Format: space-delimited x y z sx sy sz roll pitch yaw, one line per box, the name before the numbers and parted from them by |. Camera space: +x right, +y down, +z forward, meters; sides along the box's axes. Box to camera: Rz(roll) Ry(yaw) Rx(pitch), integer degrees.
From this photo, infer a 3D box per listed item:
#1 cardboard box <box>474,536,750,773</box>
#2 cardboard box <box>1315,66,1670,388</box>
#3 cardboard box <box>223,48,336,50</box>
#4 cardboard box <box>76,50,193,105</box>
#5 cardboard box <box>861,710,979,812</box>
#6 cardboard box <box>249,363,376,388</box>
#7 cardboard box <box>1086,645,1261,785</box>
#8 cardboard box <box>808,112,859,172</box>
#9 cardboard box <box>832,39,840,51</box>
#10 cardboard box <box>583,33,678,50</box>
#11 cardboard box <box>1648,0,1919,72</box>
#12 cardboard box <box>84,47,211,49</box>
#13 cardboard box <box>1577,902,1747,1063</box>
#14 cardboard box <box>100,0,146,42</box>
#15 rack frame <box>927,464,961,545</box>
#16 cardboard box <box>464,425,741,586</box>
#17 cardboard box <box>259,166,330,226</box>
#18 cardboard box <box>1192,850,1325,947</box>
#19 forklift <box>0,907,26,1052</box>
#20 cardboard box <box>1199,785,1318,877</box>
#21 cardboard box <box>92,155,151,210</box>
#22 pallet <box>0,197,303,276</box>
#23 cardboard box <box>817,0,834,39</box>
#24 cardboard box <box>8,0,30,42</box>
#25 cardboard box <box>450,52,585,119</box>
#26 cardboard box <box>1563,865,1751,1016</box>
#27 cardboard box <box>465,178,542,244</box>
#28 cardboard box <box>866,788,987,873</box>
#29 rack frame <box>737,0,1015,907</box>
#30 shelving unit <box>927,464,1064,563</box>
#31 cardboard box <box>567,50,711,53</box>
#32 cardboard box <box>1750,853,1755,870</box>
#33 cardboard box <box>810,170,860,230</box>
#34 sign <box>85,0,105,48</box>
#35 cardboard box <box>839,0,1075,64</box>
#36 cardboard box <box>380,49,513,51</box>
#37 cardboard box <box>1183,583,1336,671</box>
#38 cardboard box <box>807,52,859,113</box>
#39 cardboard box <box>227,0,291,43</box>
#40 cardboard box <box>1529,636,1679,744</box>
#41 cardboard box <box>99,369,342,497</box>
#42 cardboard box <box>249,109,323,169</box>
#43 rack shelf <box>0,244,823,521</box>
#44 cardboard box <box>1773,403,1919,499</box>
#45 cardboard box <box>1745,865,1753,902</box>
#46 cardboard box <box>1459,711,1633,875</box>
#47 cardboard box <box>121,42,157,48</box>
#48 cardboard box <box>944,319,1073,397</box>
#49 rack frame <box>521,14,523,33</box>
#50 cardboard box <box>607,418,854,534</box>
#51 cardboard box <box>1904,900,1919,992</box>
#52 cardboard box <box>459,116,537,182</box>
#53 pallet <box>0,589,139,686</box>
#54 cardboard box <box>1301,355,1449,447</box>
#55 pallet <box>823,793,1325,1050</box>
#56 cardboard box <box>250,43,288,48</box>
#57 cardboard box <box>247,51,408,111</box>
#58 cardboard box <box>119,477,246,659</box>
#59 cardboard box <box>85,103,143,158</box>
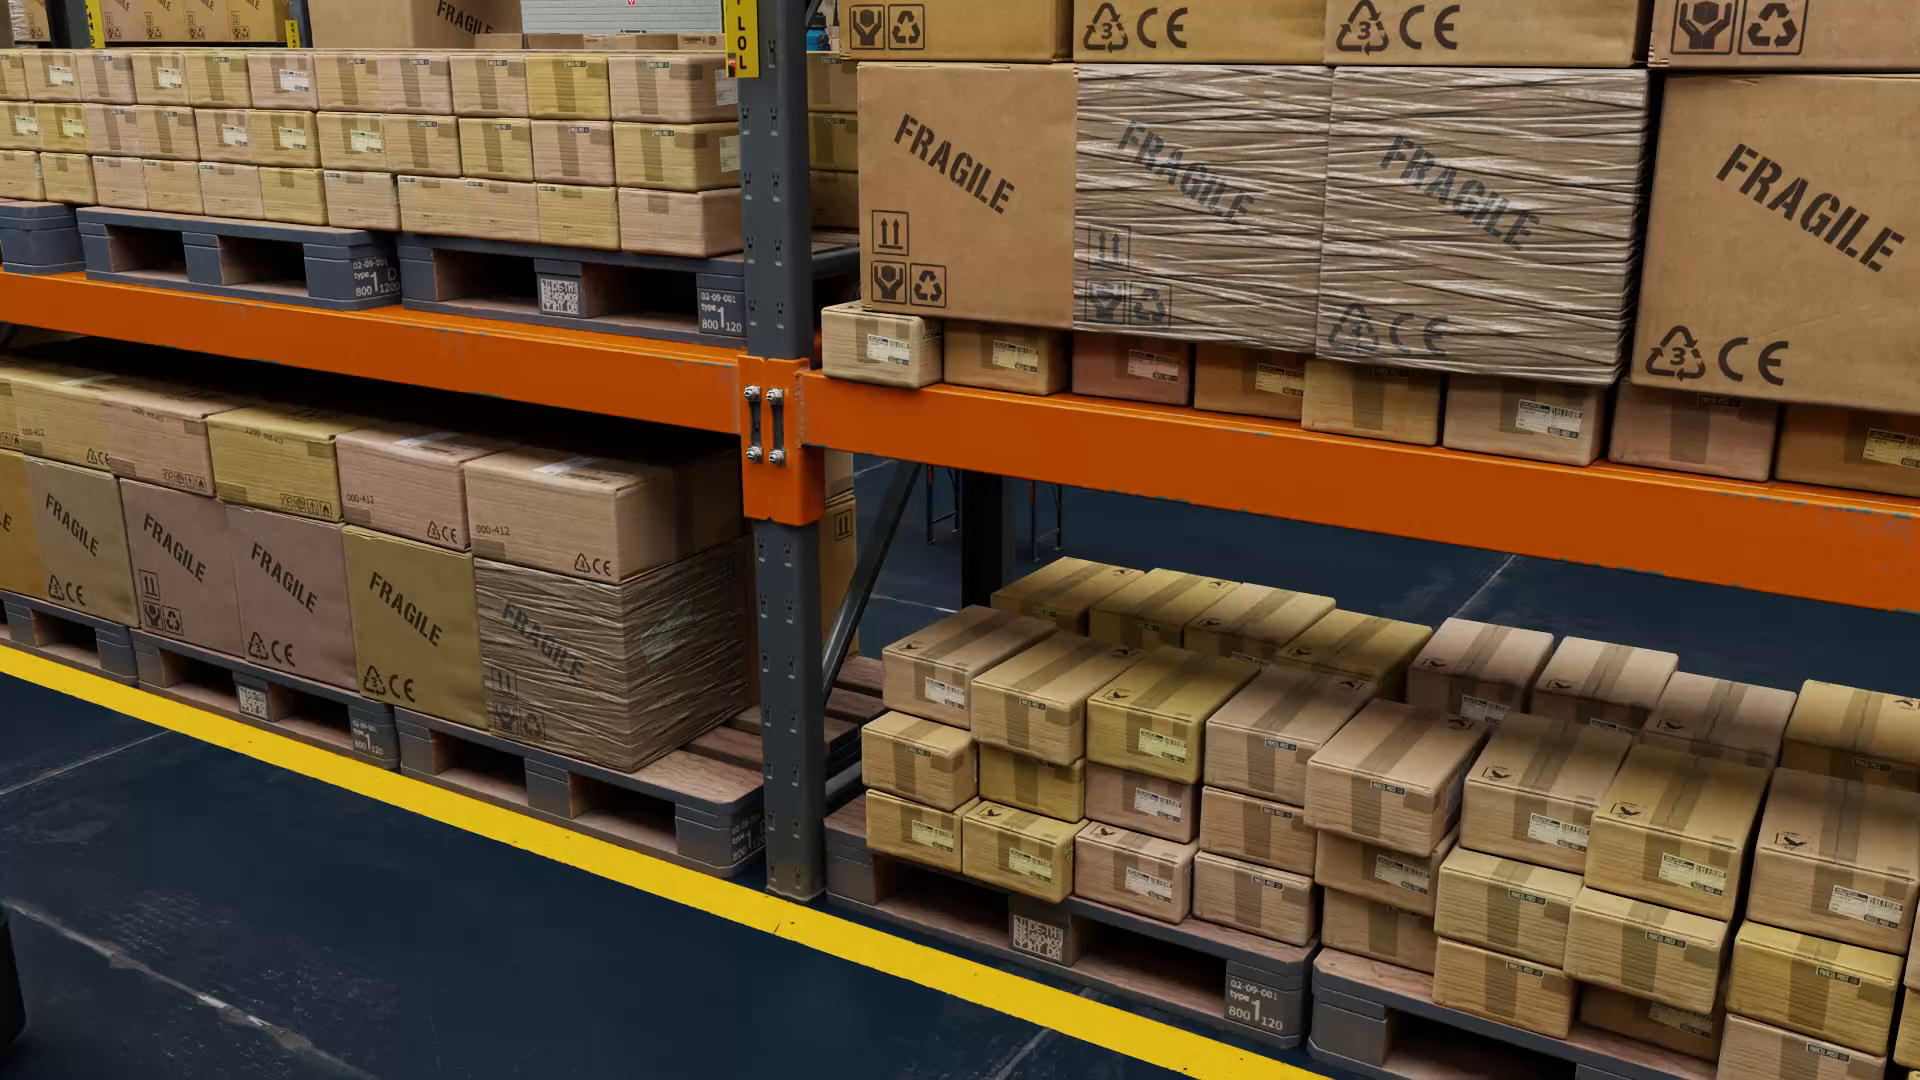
cardboard box | -0.921 0.255 4.457 0.500 0.500 0.500 10 19 29
cardboard box | 0.968 -0.583 2.955 0.500 0.500 0.500 10 19 29
cardboard box | -2.244 -1.584 5.621 0.250 0.149 0.380 11 20 32
cardboard box | -2.380 -1.385 4.967 0.250 0.149 0.380 11 20 33
cardboard box | -0.017 0.466 3.858 0.250 0.149 0.380 11 20 33
cardboard box | -1.986 -0.467 5.546 0.500 0.250 0.500 11 20 31
cardboard box | 0.472 0.376 3.643 0.250 0.149 0.380 10 19 29
cardboard box | -0.253 -1.086 4.495 0.250 0.149 0.380 10 20 31
cardboard box | -1.412 -6.269 21.071 0.250 0.149 0.380 9 19 28
cardboard box | -1.894 -2.892 10.347 0.500 0.500 0.700 14 22 38
cardboard box | 1.398 -0.991 2.579 0.500 0.500 0.500 9 19 28
cardboard box | -2.909 -1.702 6.010 0.250 0.149 0.380 9 19 28
cardboard box | 1.375 0.817 3.213 0.250 0.149 0.380 11 20 32
cardboard box | -6.097 -4.017 12.541 0.500 0.500 0.500 10 20 30
rack frame | -0.067 -0.586 6.746 0.015 1.200 0.240 10 20 30
cardboard box | -0.925 -0.104 4.350 0.500 0.250 0.500 10 19 29
cardboard box | -1.712 -0.979 4.653 0.250 0.149 0.380 11 20 32
cardboard box | 0.692 0.700 3.597 0.250 0.149 0.380 10 19 29
forklift | -3.439 -0.247 2.652 3.031 2.935 1.130 1 17 4
cardboard box | 0.701 0.552 3.574 0.250 0.149 0.380 9 19 27
cardboard box | -2.373 -1.098 5.045 0.250 0.149 0.380 11 20 32
pallet | -2.904 -1.124 5.751 1.003 0.211 1.213 10 20 30
cardboard box | -1.627 -6.688 21.335 0.500 0.500 0.700 10 19 29
cardboard box | -7.376 -4.245 13.292 0.500 0.500 0.500 10 20 30
cardboard box | -1.051 -1.148 4.186 0.250 0.149 0.380 9 19 28
cardboard box | 1.302 0.697 3.095 0.250 0.149 0.380 10 20 31
cardboard box | -1.033 -0.859 4.259 0.250 0.149 0.380 10 20 30
cardboard box | -0.016 0.609 3.899 0.250 0.149 0.380 9 19 28
rack frame | -0.158 -0.689 3.990 0.127 3.000 1.000 10 20 30
shelving unit | 0.141 -0.549 6.624 0.503 1.200 0.258 10 20 30
cardboard box | -0.922 -1.348 4.843 0.250 0.149 0.380 10 19 29
cardboard box | 1.564 0.568 3.520 0.250 0.149 0.380 11 20 33
cardboard box | -0.253 -0.944 4.538 0.250 0.149 0.380 9 19 27
sign | -3.291 -1.950 6.283 0.005 0.325 0.100 10 20 30
cardboard box | 0.099 -1.229 3.362 0.500 0.500 0.500 11 20 31
cardboard box | -1.587 -1.465 5.230 0.250 0.149 0.380 11 20 32
cardboard box | 0.736 0.244 4.076 0.250 0.149 0.380 10 20 30
cardboard box | -0.253 -1.229 4.451 0.250 0.149 0.380 11 20 33
cardboard box | -4.821 -3.788 11.787 0.500 0.500 0.500 10 20 30
cardboard box | 1.431 0.359 3.698 0.250 0.149 0.380 9 19 28
cardboard box | -2.259 -0.341 5.131 0.500 0.250 0.500 10 20 30
cardboard box | -1.726 -1.124 4.618 0.250 0.149 0.380 10 20 30
rack shelf | -1.862 -0.649 5.096 4.000 0.370 1.077 10 20 30
cardboard box | 1.538 -0.194 2.793 0.250 0.149 0.380 11 20 31
cardboard box | 1.646 0.691 3.627 0.250 0.149 0.380 10 20 30
cardboard box | 1.156 0.490 3.268 0.250 0.149 0.380 9 19 28
cardboard box | -5.935 -3.615 12.939 0.500 0.500 0.875 10 20 30
cardboard box | 0.171 -0.424 3.549 0.250 0.149 0.380 11 20 32
rack frame | -5.110 -4.954 18.031 0.127 3.000 1.000 10 20 30
cardboard box | -0.650 -0.231 4.769 0.500 0.250 0.500 9 19 28
cardboard box | 1.750 0.637 2.782 0.250 0.149 0.380 11 20 32
cardboard box | -1.036 -1.002 4.218 0.250 0.149 0.380 11 20 32
pallet | -2.902 0.156 6.006 1.213 0.211 1.003 10 20 30
cardboard box | 0.835 -0.299 3.138 0.250 0.149 0.380 11 20 31
pallet | 0.433 0.738 4.088 1.213 0.211 1.003 10 20 30
cardboard box | -4.644 -3.393 12.207 0.500 0.500 0.875 10 20 30
cardboard box | -1.713 -1.266 4.574 0.250 0.149 0.380 9 19 28
cardboard box | -2.227 0.021 5.231 0.500 0.500 0.500 10 19 29
cardboard box | -2.372 -1.241 5.003 0.250 0.149 0.380 10 20 30
